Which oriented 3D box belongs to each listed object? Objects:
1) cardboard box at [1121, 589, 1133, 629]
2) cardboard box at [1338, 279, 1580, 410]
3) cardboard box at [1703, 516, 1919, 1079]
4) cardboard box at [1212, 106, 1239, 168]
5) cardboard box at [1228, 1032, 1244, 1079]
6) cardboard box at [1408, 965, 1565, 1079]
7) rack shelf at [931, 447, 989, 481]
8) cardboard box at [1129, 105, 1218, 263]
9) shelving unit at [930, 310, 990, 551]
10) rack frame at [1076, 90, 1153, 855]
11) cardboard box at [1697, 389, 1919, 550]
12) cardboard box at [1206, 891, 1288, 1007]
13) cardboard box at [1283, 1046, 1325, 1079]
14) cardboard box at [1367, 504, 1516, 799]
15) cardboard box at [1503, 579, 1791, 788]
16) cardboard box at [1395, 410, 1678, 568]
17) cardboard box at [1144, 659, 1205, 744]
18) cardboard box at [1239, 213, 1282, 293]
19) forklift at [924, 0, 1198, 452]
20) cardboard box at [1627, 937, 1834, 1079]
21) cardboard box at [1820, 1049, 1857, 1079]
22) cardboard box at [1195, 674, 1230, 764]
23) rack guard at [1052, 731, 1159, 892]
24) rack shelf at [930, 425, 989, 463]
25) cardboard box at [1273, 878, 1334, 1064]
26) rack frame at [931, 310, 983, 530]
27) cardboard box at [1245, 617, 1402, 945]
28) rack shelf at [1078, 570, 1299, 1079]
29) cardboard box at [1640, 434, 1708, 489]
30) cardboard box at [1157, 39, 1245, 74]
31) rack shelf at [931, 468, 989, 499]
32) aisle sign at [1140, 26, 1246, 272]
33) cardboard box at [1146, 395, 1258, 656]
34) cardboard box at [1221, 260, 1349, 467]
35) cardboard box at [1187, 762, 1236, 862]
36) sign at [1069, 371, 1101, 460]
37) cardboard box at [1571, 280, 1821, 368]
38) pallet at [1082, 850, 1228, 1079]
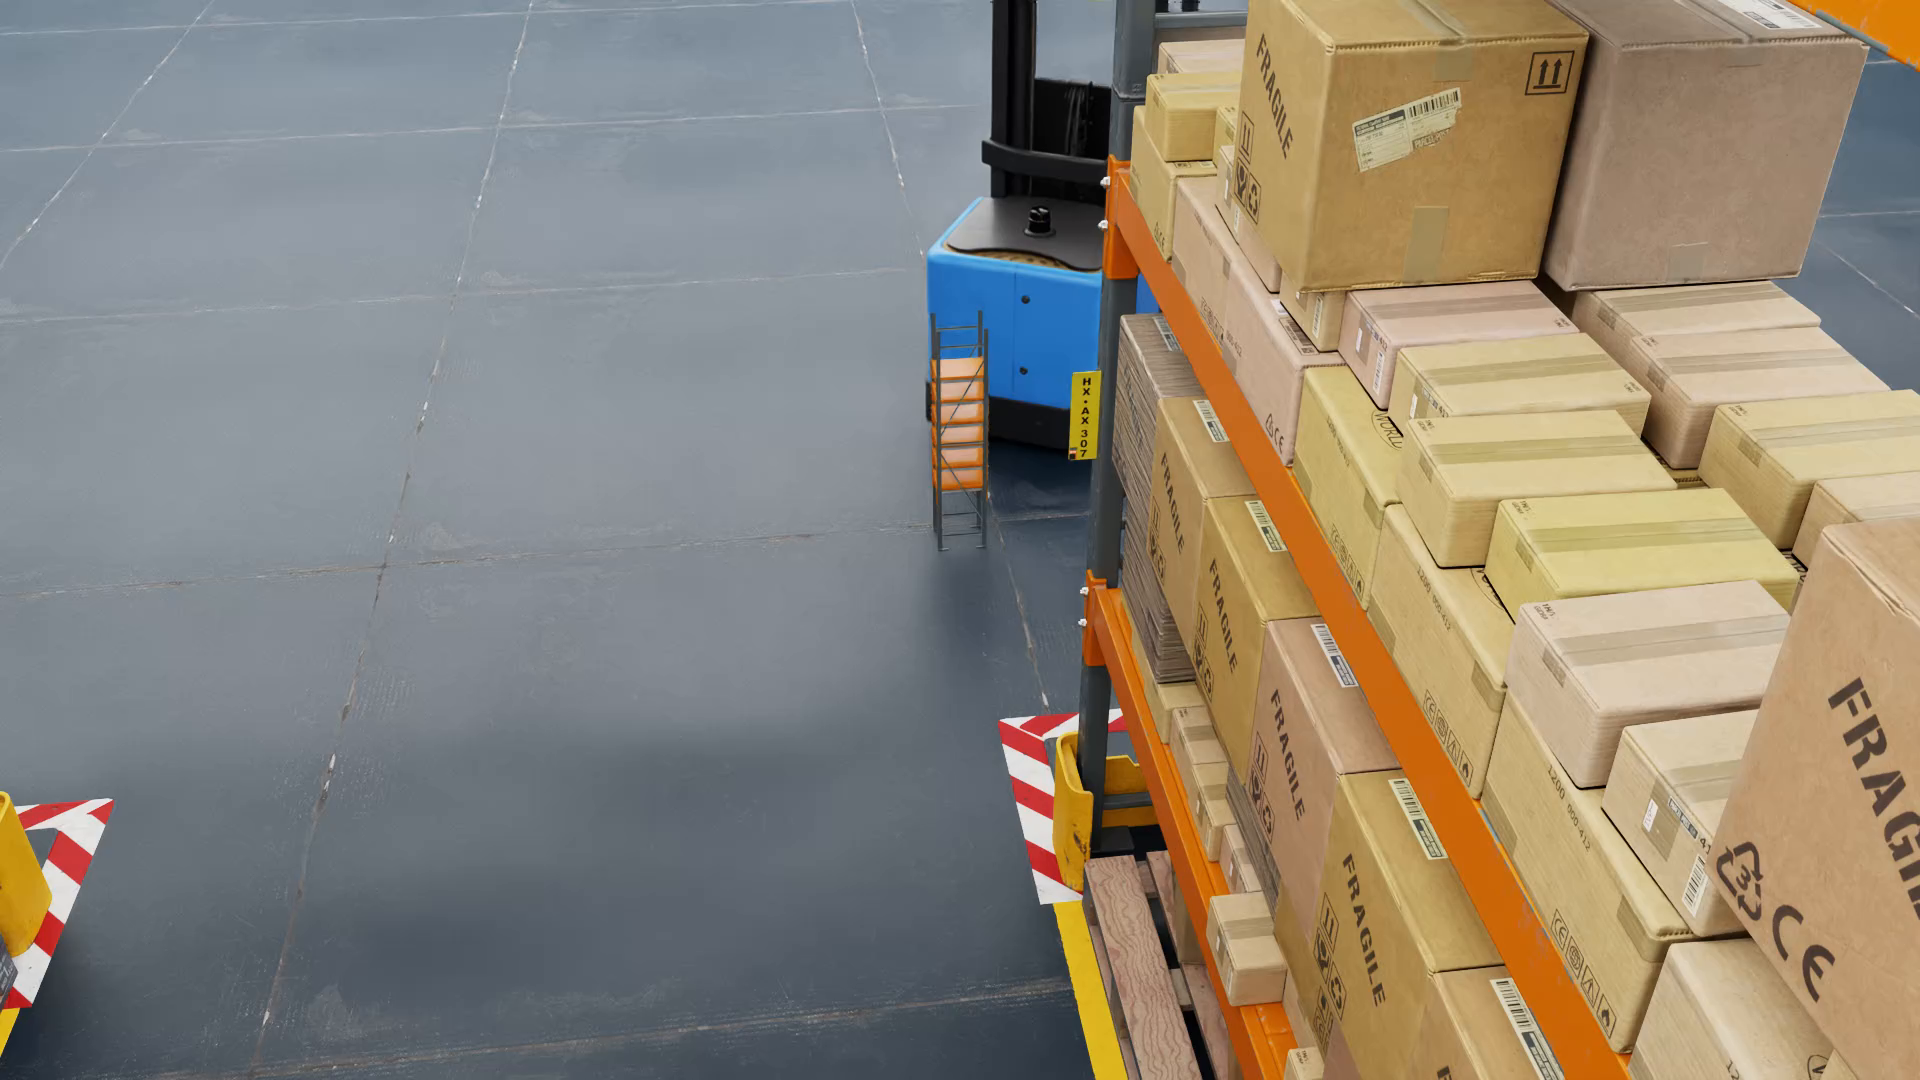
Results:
[{"bbox_3d":[0.749,0.195,5.523,0.380,0.149,0.250,-4,35,-6],"label":"cardboard box"},{"bbox_3d":[0.975,-0.393,3.279,0.380,0.149,0.250,-5,35,-7],"label":"cardboard box"},{"bbox_3d":[1.171,0.304,1.680,0.500,0.500,0.500,-5,35,-8],"label":"cardboard box"},{"bbox_3d":[0.849,-0.974,4.130,0.380,0.149,0.250,-5,35,-7],"label":"cardboard box"},{"bbox_3d":[1.128,1.454,5.299,0.500,0.500,0.500,4,35,6],"label":"cardboard box"},{"bbox_3d":[1.083,1.060,2.791,0.500,0.500,0.500,-4,35,-6],"label":"cardboard box"},{"bbox_3d":[-0.002,-0.368,8.017,0.258,0.103,0.180,-4,35,-6],"label":"rack shelf"},{"bbox_3d":[0.755,-0.975,4.487,0.500,0.250,0.500,-3,34,-5],"label":"cardboard box"},{"bbox_3d":[-0.002,-0.504,7.924,0.258,1.200,0.189,-4,35,-6],"label":"shelving unit"},{"bbox_3d":[0.947,-0.086,5.713,1.000,3.000,0.127,-4,35,-6],"label":"rack frame"},{"bbox_3d":[1.534,-0.126,2.886,0.380,0.149,0.250,-5,35,-7],"label":"cardboard box"},{"bbox_3d":[0.854,1.039,4.284,0.380,0.149,0.250,-4,35,-6],"label":"cardboard box"},{"bbox_3d":[0.977,1.314,3.881,0.380,0.149,0.250,-4,35,-6],"label":"cardboard box"},{"bbox_3d":[1.031,0.158,2.825,0.500,0.250,0.500,-5,35,-7],"label":"cardboard box"},{"bbox_3d":[1.027,0.203,2.404,0.380,0.149,0.250,-5,35,-8],"label":"cardboard box"},{"bbox_3d":[0.972,-0.091,2.835,0.380,0.149,0.250,-3,34,-4],"label":"cardboard box"},{"bbox_3d":[0.782,0.477,5.110,0.380,0.149,0.250,-4,35,-6],"label":"cardboard box"},{"bbox_3d":[0.844,-0.680,3.700,0.380,0.149,0.250,-4,35,-7],"label":"cardboard box"},{"bbox_3d":[0.795,-2.480,9.286,1.130,2.935,3.031,12,36,17],"label":"forklift"},{"bbox_3d":[1.164,0.734,1.979,0.500,0.250,0.500,-3,34,-5],"label":"cardboard box"},{"bbox_3d":[1.154,0.644,1.756,0.380,0.149,0.250,-3,34,-5],"label":"cardboard box"},{"bbox_3d":[1.179,0.329,4.751,0.875,0.500,0.500,-4,35,-6],"label":"cardboard box"},{"bbox_3d":[0.957,0.989,6.354,1.175,0.500,0.348,-4,35,-6],"label":"rack guard"},{"bbox_3d":[-0.002,-0.467,7.949,0.258,0.103,0.180,-4,35,-6],"label":"rack shelf"},{"bbox_3d":[1.260,0.891,3.926,0.875,0.500,0.500,-4,35,-6],"label":"cardboard box"},{"bbox_3d":[-0.014,-0.555,7.999,0.240,1.200,0.006,-4,35,-6],"label":"rack frame"},{"bbox_3d":[0.953,0.501,3.610,0.500,0.500,0.500,-4,35,-6],"label":"cardboard box"},{"bbox_3d":[1.215,1.327,4.277,1.077,0.370,4.000,-4,35,-6],"label":"rack shelf"},{"bbox_3d":[1.466,-0.168,3.303,0.500,0.250,0.500,-5,35,-7],"label":"cardboard box"},{"bbox_3d":[0.754,-1.257,4.547,0.380,0.149,0.250,-5,35,-7],"label":"cardboard box"},{"bbox_3d":[-0.002,-0.269,8.084,0.258,0.103,0.180,-4,35,-6],"label":"rack shelf"},{"bbox_3d":[0.641,-1.172,4.998,0.394,0.787,0.004,-4,35,-6],"label":"aisle sign"},{"bbox_3d":[0.811,-0.056,4.428,0.500,0.500,0.500,-4,35,-6],"label":"cardboard box"},{"bbox_3d":[0.893,-0.411,3.659,0.500,0.250,0.500,-4,35,-7],"label":"cardboard box"},{"bbox_3d":[0.863,0.754,4.702,0.380,0.149,0.250,-4,35,-6],"label":"cardboard box"},{"bbox_3d":[0.409,-0.403,5.408,0.100,0.325,0.005,-4,35,-6],"label":"sign"},{"bbox_3d":[1.452,-0.414,3.309,0.380,0.149,0.250,-6,35,-9],"label":"cardboard box"},{"bbox_3d":[1.031,1.565,5.766,1.003,0.211,1.213,-4,35,-6],"label":"pallet"}]
